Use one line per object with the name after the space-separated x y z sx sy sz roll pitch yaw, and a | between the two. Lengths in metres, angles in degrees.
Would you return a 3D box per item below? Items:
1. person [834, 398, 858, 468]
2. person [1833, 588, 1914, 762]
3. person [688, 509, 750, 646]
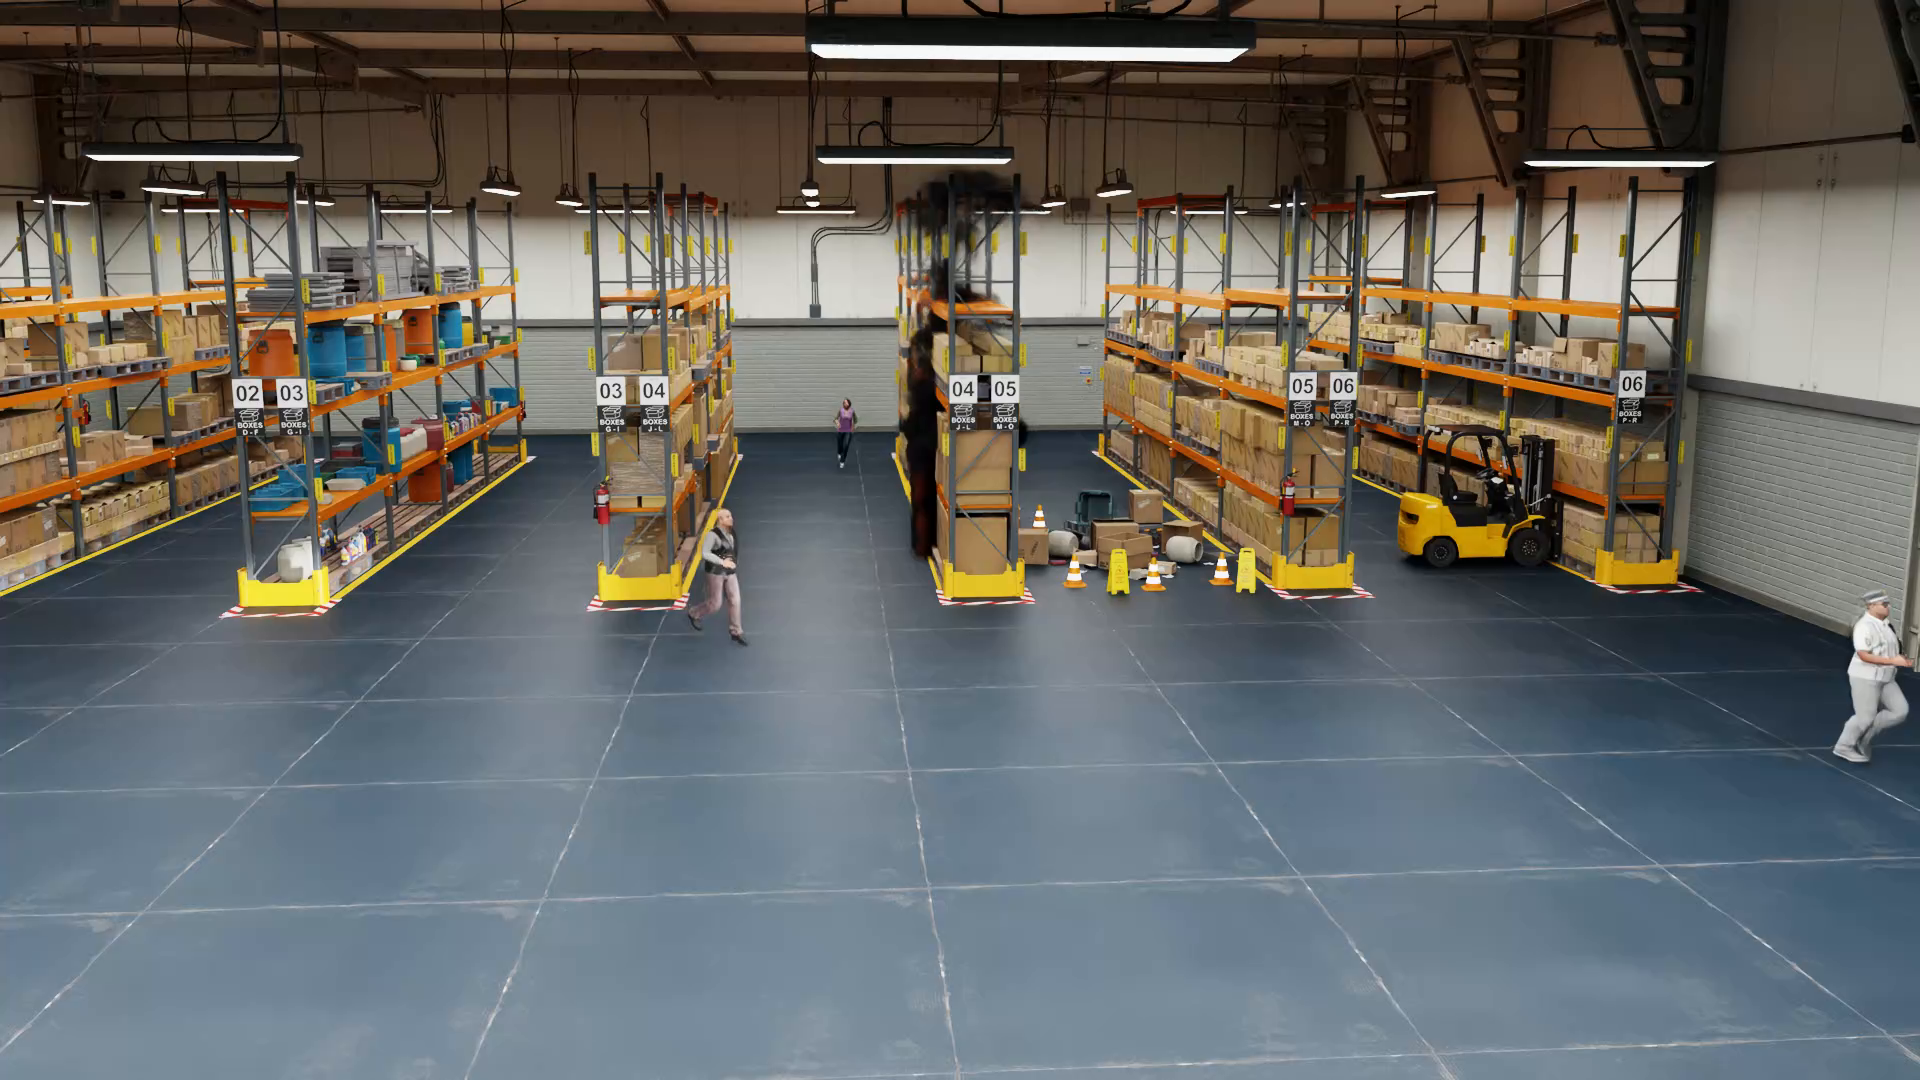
-2.624 -2.477 38.275 0.552 1.579 0.707 0 10 -2 | person
8.903 1.322 16.127 0.646 1.746 0.648 -8 13 -38 | person
-3.074 0.449 21.248 0.994 1.717 0.681 6 12 31 | person
